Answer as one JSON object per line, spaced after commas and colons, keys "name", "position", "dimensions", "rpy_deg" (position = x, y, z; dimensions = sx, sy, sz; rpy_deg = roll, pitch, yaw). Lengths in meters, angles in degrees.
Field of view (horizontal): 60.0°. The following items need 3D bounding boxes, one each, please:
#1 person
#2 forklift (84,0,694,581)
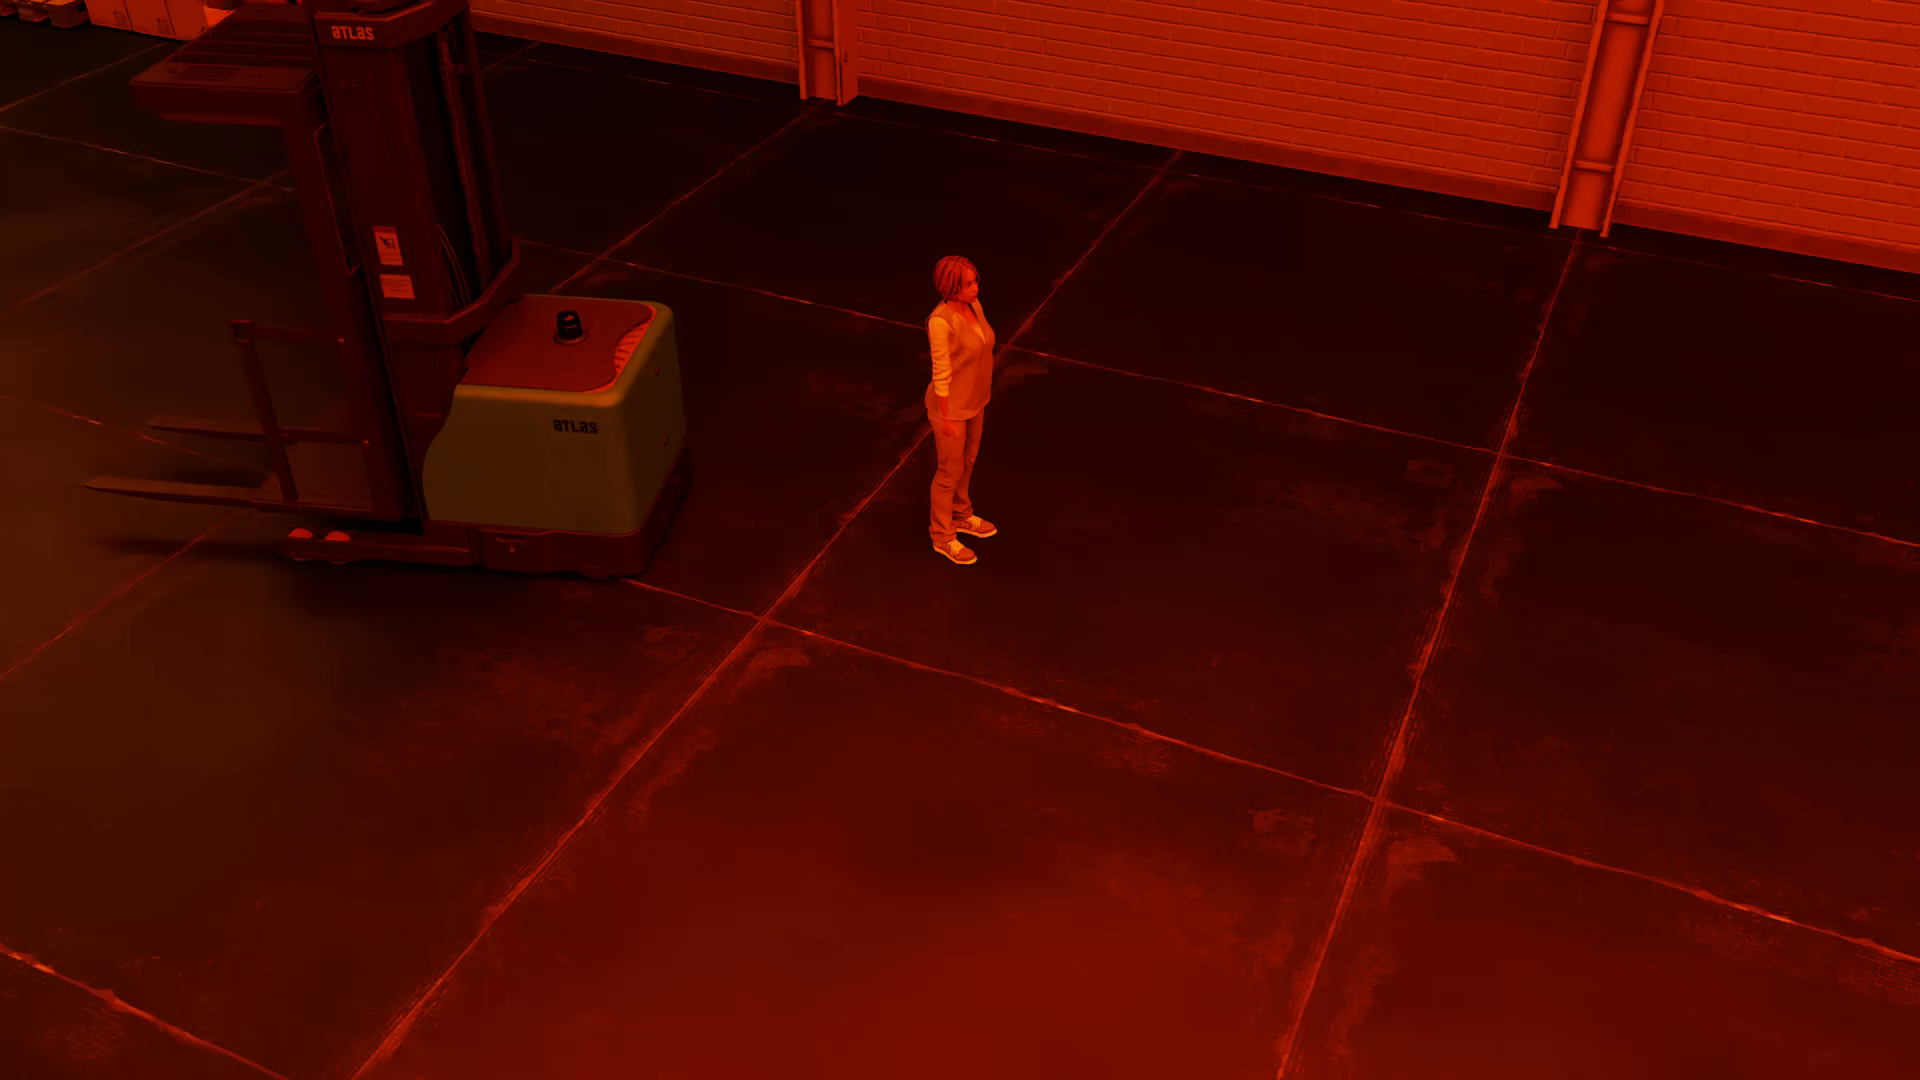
{"name": "person", "position": [0.002, -0.652, 8.148], "dimensions": [0.327, 1.602, 0.409], "rpy_deg": [15, 38, 20]}
{"name": "forklift", "position": [-3.000, -1.369, 8.005], "dimensions": [3.031, 2.935, 1.130], "rpy_deg": [4, 36, 6]}
